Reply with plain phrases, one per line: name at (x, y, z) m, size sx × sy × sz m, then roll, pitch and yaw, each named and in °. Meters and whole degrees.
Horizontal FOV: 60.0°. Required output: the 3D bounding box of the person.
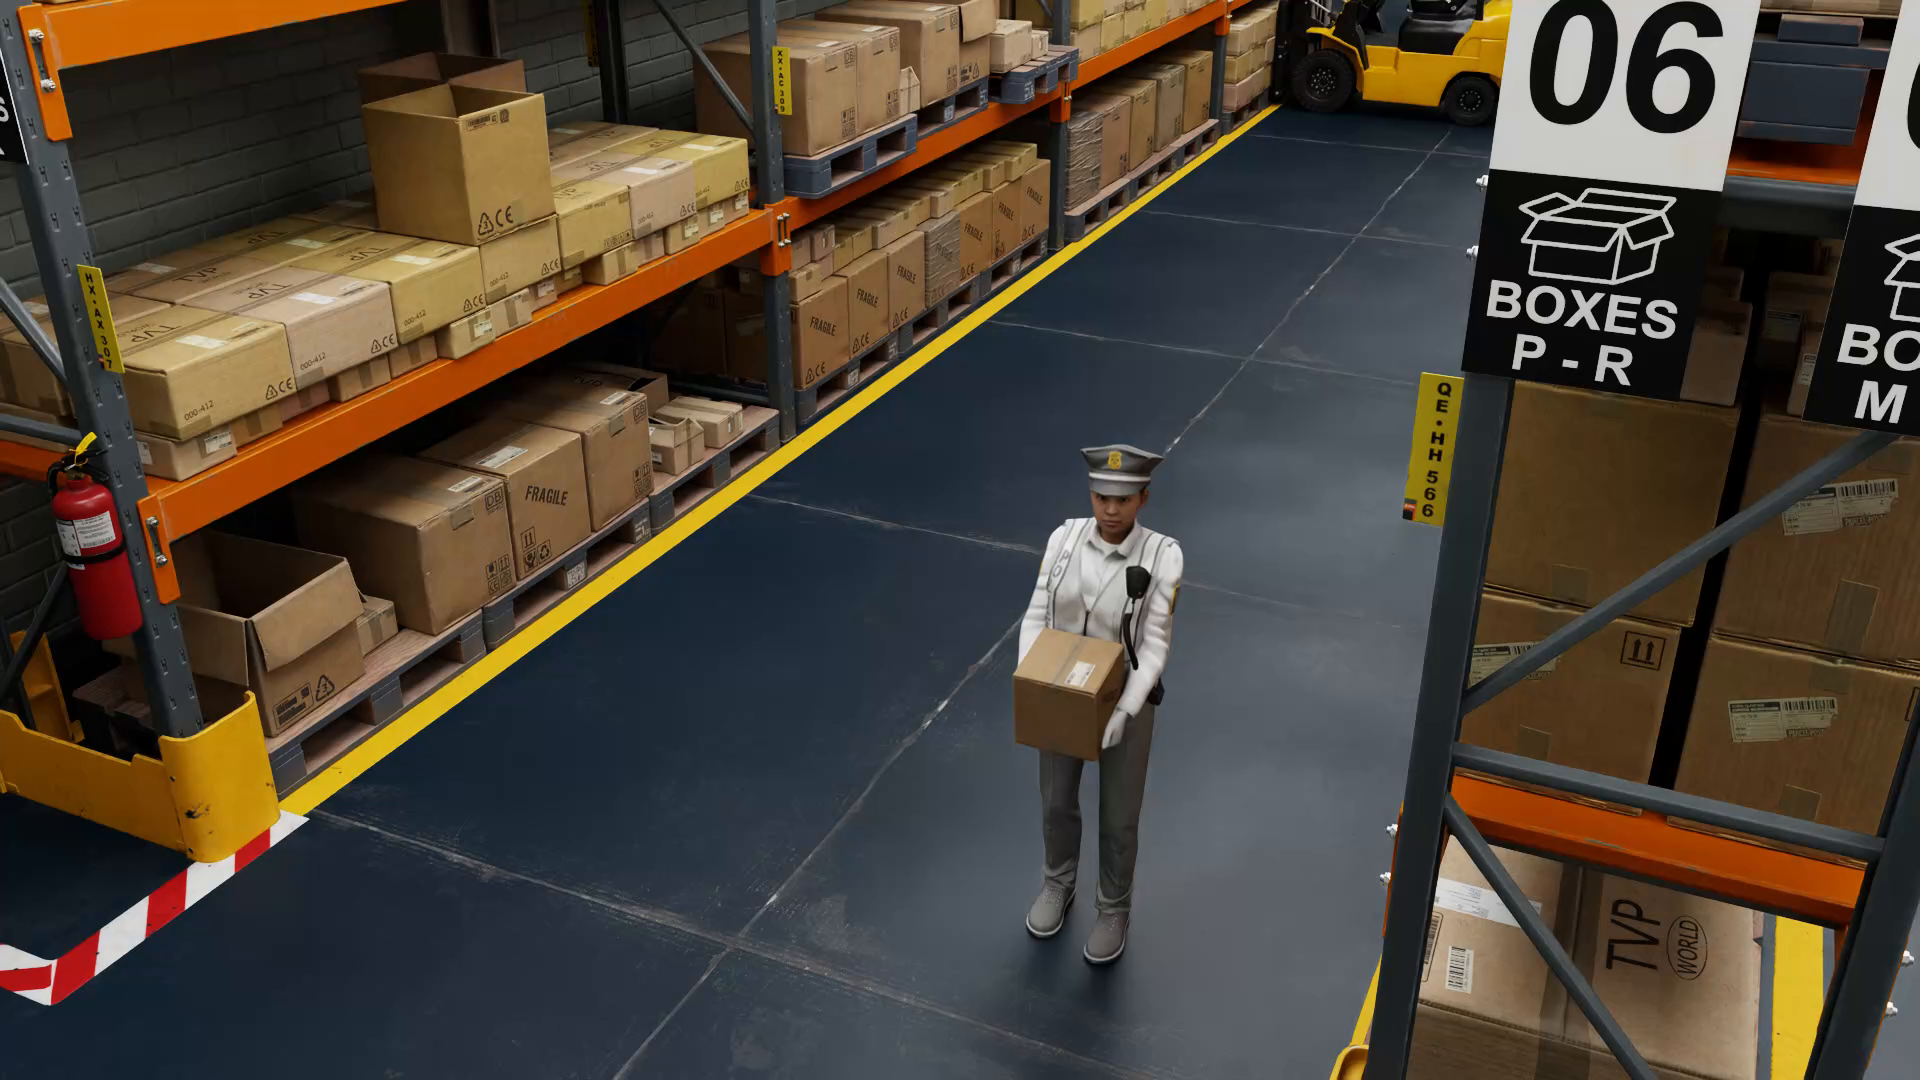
person at (0.399, 0.511, 5.054) m, size 0.459 × 1.686 × 0.553 m, roll 11°, pitch 28°, yaw 21°
